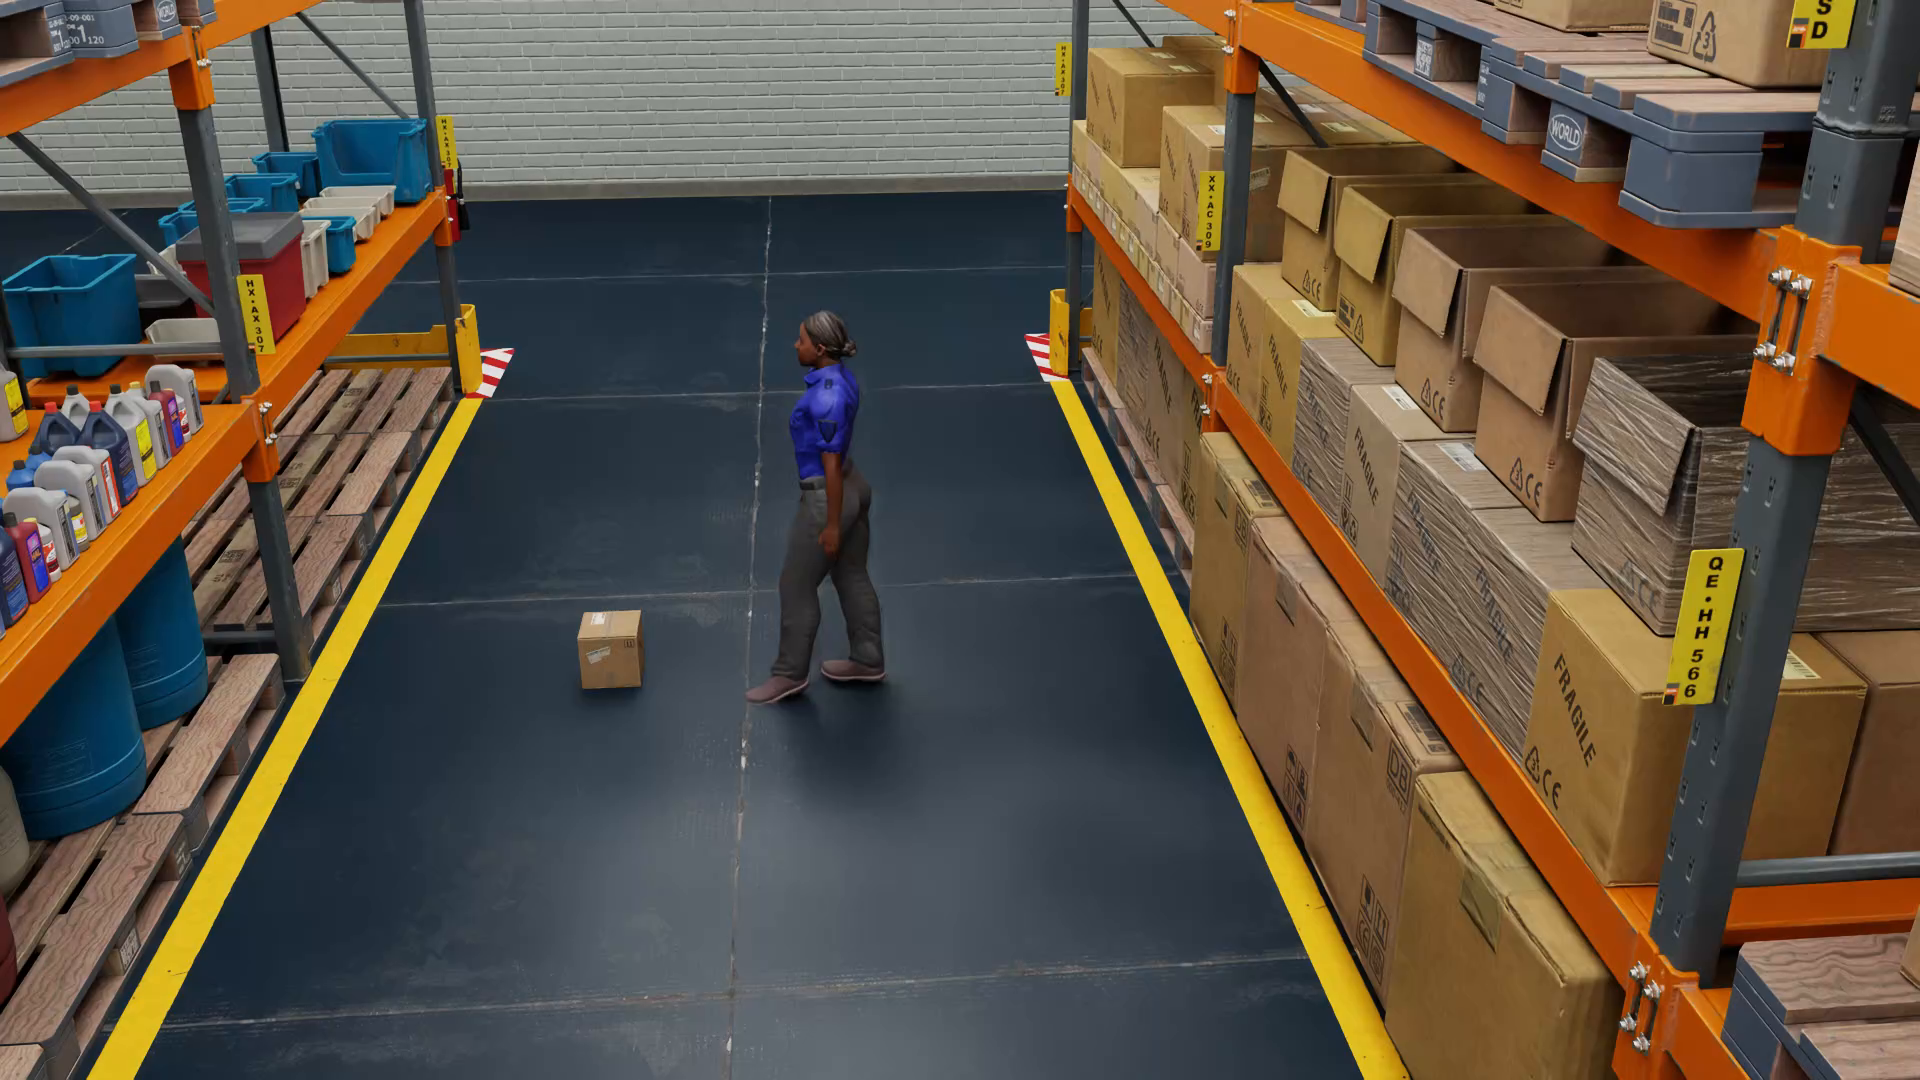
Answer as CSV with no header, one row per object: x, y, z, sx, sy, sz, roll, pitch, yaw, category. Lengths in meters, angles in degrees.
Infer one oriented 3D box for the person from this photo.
-0.610,-0.135,6.916,0.576,1.687,0.485,4,24,9,person
